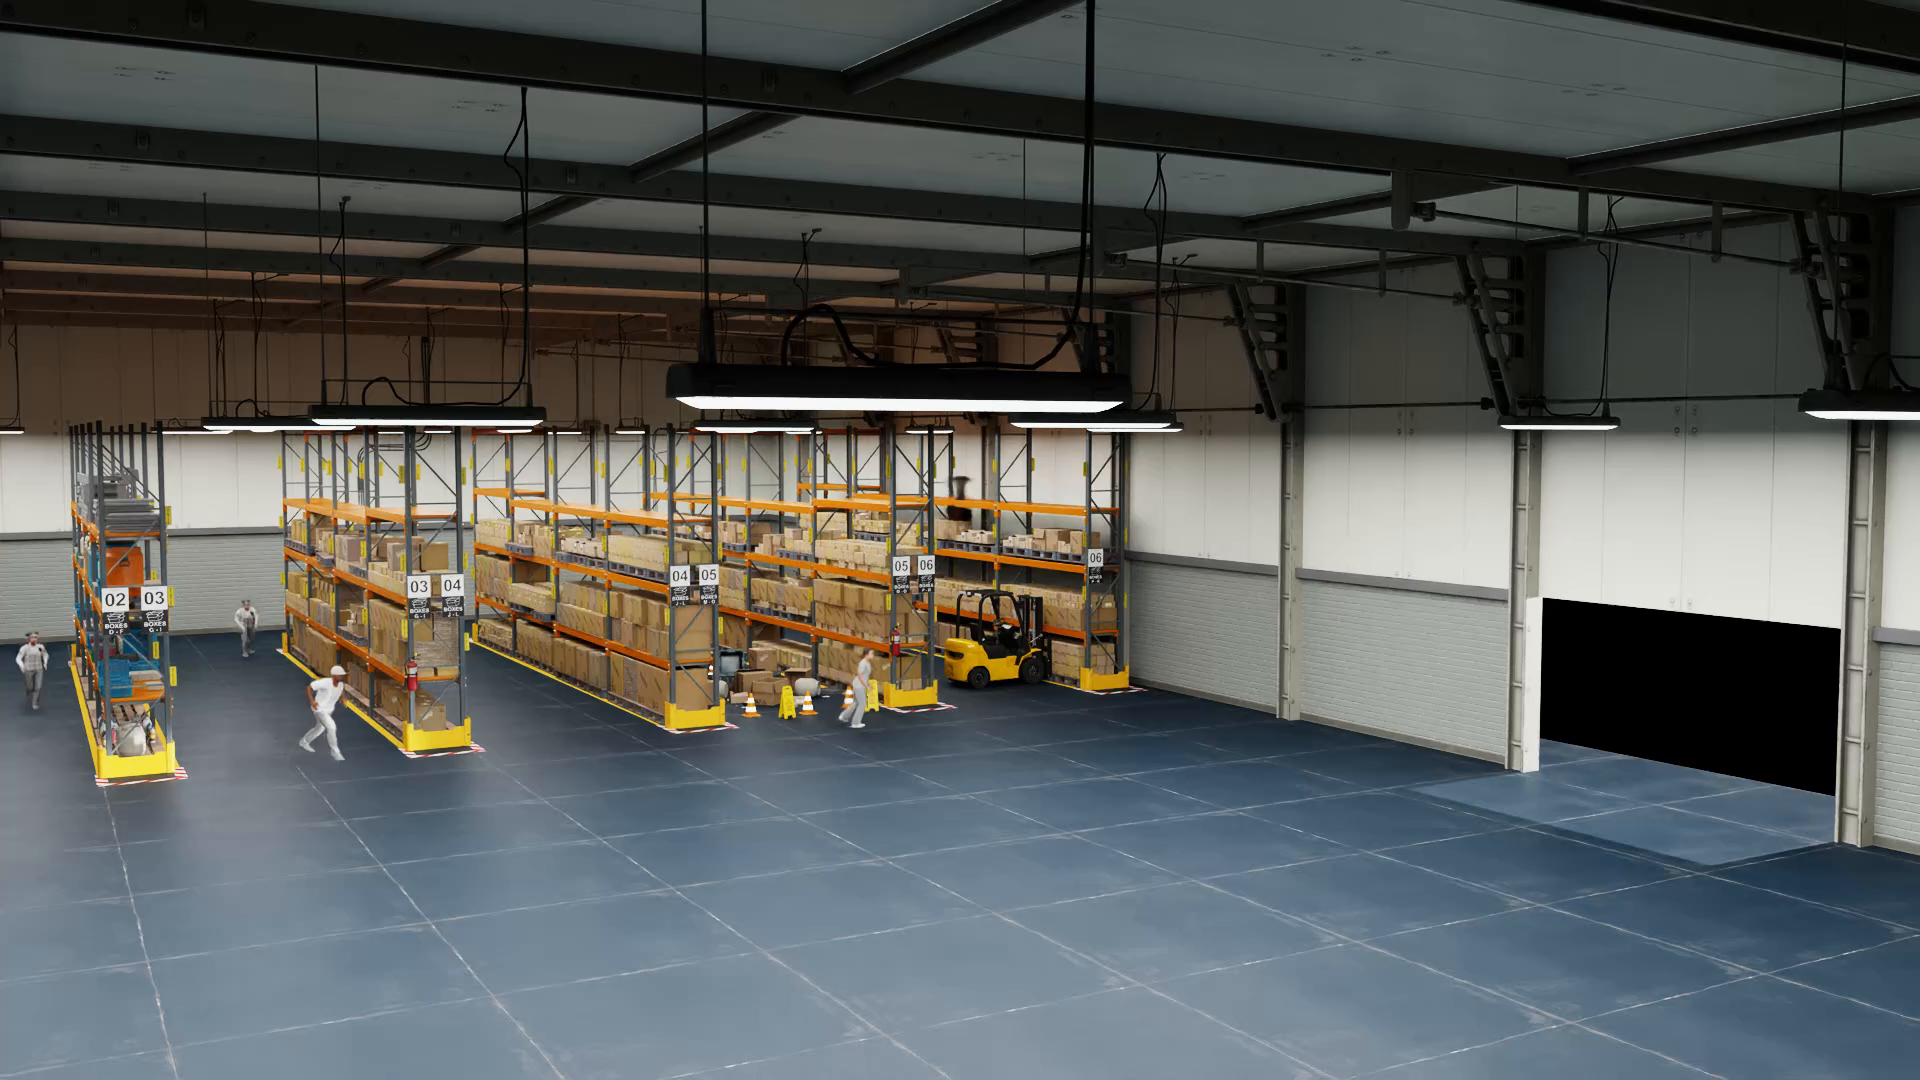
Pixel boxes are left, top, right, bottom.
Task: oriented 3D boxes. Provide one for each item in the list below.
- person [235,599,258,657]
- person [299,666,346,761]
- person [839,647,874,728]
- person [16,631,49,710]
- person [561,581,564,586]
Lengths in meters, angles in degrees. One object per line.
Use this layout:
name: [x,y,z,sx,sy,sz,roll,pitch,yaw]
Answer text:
person: [-18.628,2.285,43.420,0.623,1.526,0.839,-3,5,-44]
person: [-11.355,3.078,29.562,1.053,1.717,0.749,1,4,23]
person: [-2.041,2.896,32.772,0.718,1.600,0.580,0,4,4]
person: [-19.589,2.738,35.141,0.629,1.651,0.651,-3,5,-39]
person: [-11.062,1.982,47.074,0.668,1.616,1.066,-2,4,-31]
